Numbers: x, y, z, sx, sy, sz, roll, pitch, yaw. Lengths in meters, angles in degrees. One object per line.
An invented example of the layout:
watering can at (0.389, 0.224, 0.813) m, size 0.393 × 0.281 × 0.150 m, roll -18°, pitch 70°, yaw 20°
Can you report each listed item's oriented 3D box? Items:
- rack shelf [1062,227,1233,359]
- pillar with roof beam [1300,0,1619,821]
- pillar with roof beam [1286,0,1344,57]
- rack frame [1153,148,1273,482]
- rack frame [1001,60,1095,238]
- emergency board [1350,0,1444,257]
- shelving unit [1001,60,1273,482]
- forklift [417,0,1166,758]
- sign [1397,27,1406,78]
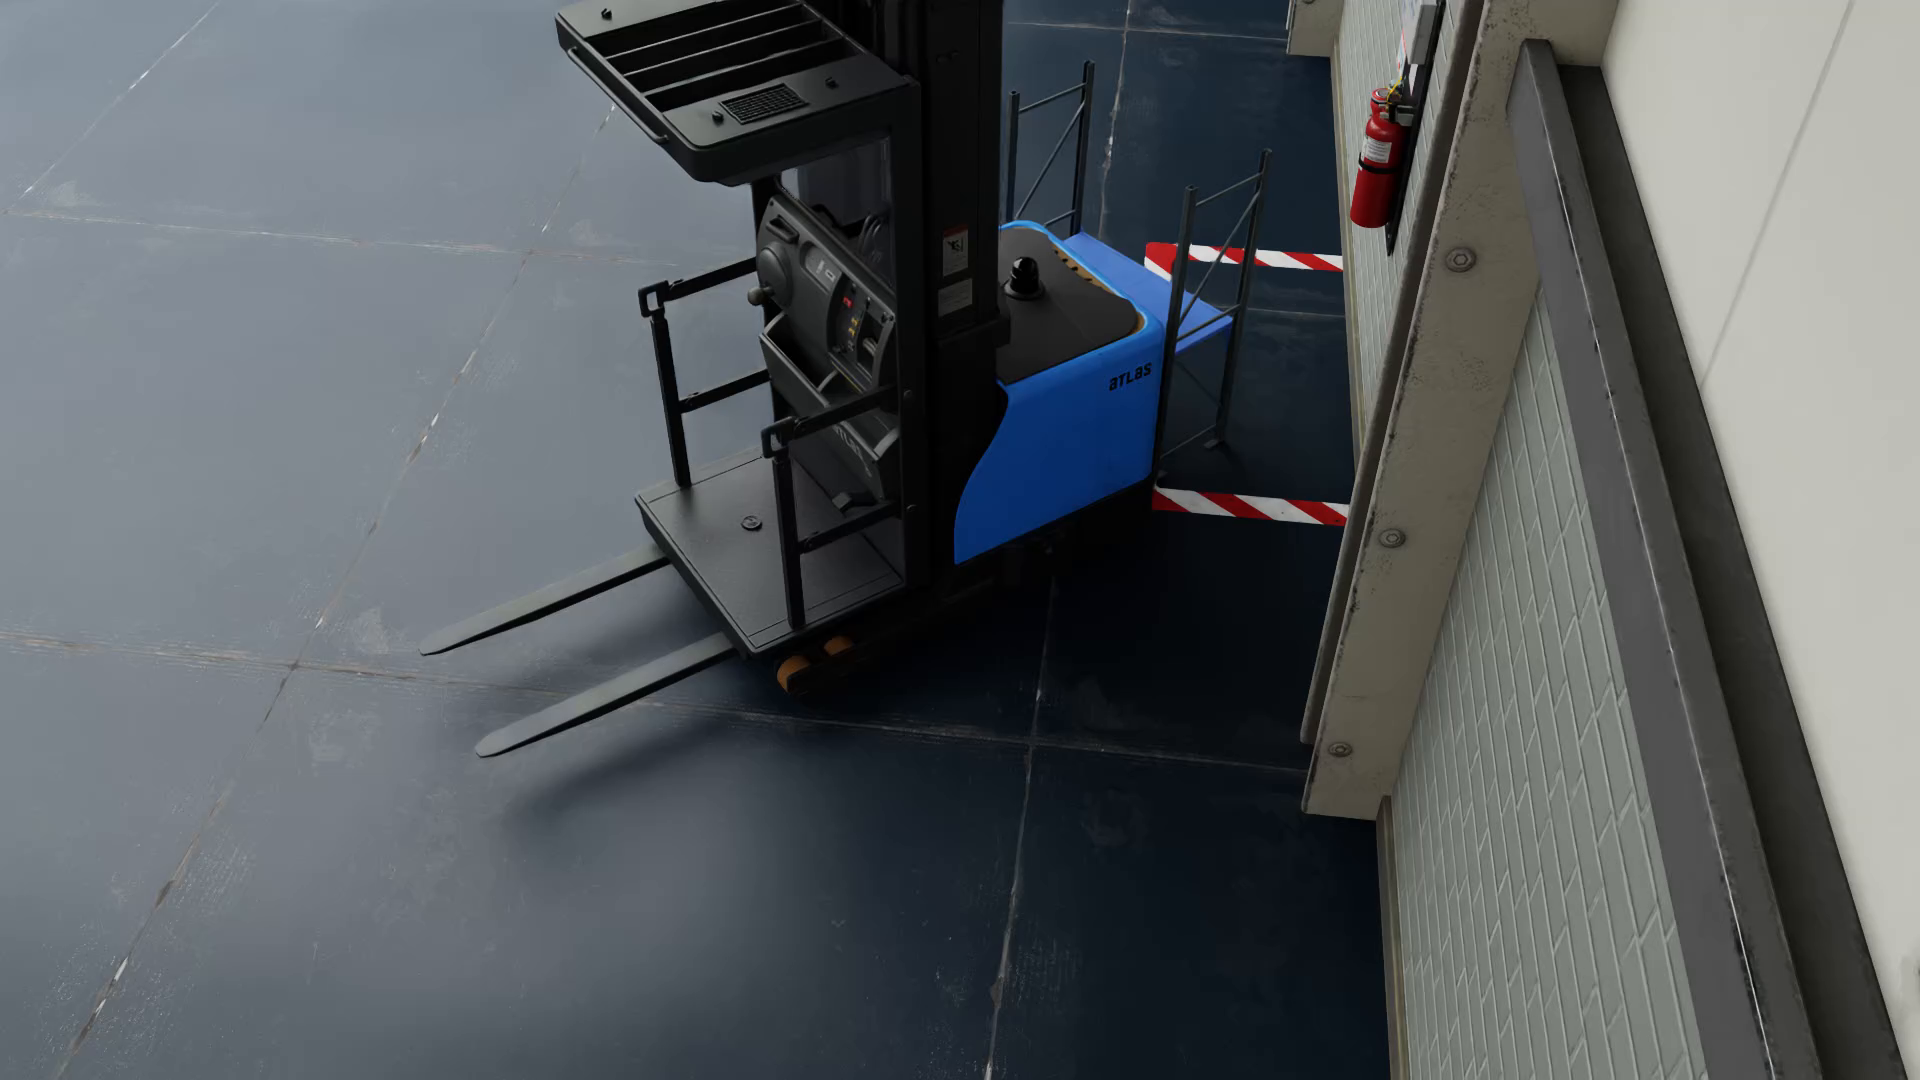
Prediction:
rack shelf at (0.712, -1.051, 7.539) m, size 0.538 × 0.185 × 1.000 m, roll -30°, pitch 51°, yaw -31°
pillar with roof beam at (-2.813, -2.764, 3.647) m, size 9.100 × 9.000 × 0.400 m, roll 5°, pitch 44°, yaw 6°
pillar with roof beam at (-2.020, -6.853, 7.965) m, size 9.100 × 9.000 × 0.400 m, roll 5°, pitch 44°, yaw 6°
rack frame at (1.057, -0.925, 7.145) m, size 0.500 × 1.500 × 0.032 m, roll -30°, pitch 51°, yaw -31°
rack frame at (0.377, -1.445, 7.694) m, size 0.500 × 1.500 × 0.032 m, roll -30°, pitch 51°, yaw -31°
emergency board at (1.818, -1.875, 7.071) m, size 0.194 × 1.169 × 0.643 m, roll 5°, pitch 44°, yaw 6°
shelving unit at (0.717, -1.185, 7.419) m, size 0.538 × 1.500 × 1.048 m, roll -30°, pitch 51°, yaw -31°
forklift at (-0.675, -0.862, 6.051) m, size 3.031 × 2.935 × 1.130 m, roll -24°, pitch 48°, yaw -23°
sign at (1.994, -2.256, 7.447) m, size 0.001 × 0.329 × 0.234 m, roll 5°, pitch 44°, yaw 6°
